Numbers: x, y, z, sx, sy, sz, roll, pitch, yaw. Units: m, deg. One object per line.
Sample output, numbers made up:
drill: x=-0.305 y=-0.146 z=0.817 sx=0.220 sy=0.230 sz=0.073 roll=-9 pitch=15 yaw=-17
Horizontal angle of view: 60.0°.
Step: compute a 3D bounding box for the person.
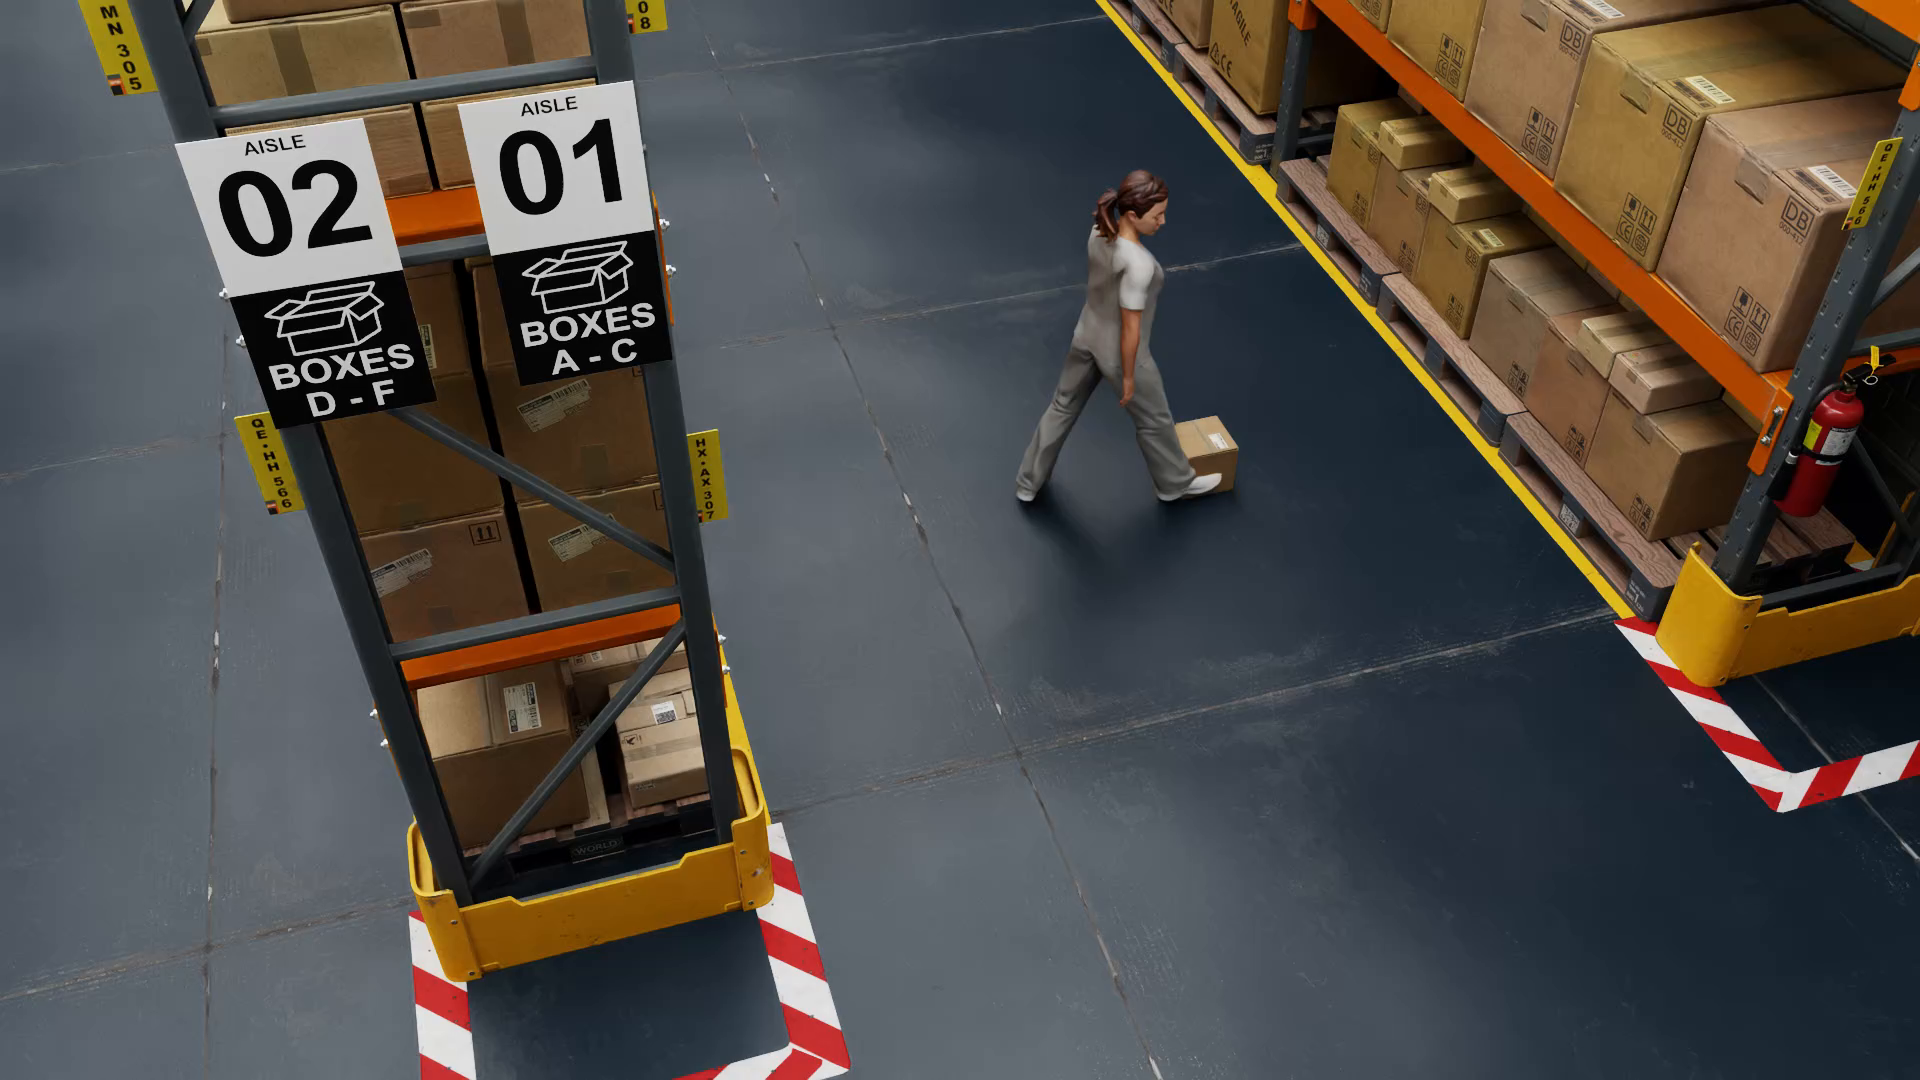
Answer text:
person: x=0.689 y=-0.849 z=7.084 sx=0.851 sy=1.634 sz=0.603 roll=-23 pitch=47 yaw=-23
